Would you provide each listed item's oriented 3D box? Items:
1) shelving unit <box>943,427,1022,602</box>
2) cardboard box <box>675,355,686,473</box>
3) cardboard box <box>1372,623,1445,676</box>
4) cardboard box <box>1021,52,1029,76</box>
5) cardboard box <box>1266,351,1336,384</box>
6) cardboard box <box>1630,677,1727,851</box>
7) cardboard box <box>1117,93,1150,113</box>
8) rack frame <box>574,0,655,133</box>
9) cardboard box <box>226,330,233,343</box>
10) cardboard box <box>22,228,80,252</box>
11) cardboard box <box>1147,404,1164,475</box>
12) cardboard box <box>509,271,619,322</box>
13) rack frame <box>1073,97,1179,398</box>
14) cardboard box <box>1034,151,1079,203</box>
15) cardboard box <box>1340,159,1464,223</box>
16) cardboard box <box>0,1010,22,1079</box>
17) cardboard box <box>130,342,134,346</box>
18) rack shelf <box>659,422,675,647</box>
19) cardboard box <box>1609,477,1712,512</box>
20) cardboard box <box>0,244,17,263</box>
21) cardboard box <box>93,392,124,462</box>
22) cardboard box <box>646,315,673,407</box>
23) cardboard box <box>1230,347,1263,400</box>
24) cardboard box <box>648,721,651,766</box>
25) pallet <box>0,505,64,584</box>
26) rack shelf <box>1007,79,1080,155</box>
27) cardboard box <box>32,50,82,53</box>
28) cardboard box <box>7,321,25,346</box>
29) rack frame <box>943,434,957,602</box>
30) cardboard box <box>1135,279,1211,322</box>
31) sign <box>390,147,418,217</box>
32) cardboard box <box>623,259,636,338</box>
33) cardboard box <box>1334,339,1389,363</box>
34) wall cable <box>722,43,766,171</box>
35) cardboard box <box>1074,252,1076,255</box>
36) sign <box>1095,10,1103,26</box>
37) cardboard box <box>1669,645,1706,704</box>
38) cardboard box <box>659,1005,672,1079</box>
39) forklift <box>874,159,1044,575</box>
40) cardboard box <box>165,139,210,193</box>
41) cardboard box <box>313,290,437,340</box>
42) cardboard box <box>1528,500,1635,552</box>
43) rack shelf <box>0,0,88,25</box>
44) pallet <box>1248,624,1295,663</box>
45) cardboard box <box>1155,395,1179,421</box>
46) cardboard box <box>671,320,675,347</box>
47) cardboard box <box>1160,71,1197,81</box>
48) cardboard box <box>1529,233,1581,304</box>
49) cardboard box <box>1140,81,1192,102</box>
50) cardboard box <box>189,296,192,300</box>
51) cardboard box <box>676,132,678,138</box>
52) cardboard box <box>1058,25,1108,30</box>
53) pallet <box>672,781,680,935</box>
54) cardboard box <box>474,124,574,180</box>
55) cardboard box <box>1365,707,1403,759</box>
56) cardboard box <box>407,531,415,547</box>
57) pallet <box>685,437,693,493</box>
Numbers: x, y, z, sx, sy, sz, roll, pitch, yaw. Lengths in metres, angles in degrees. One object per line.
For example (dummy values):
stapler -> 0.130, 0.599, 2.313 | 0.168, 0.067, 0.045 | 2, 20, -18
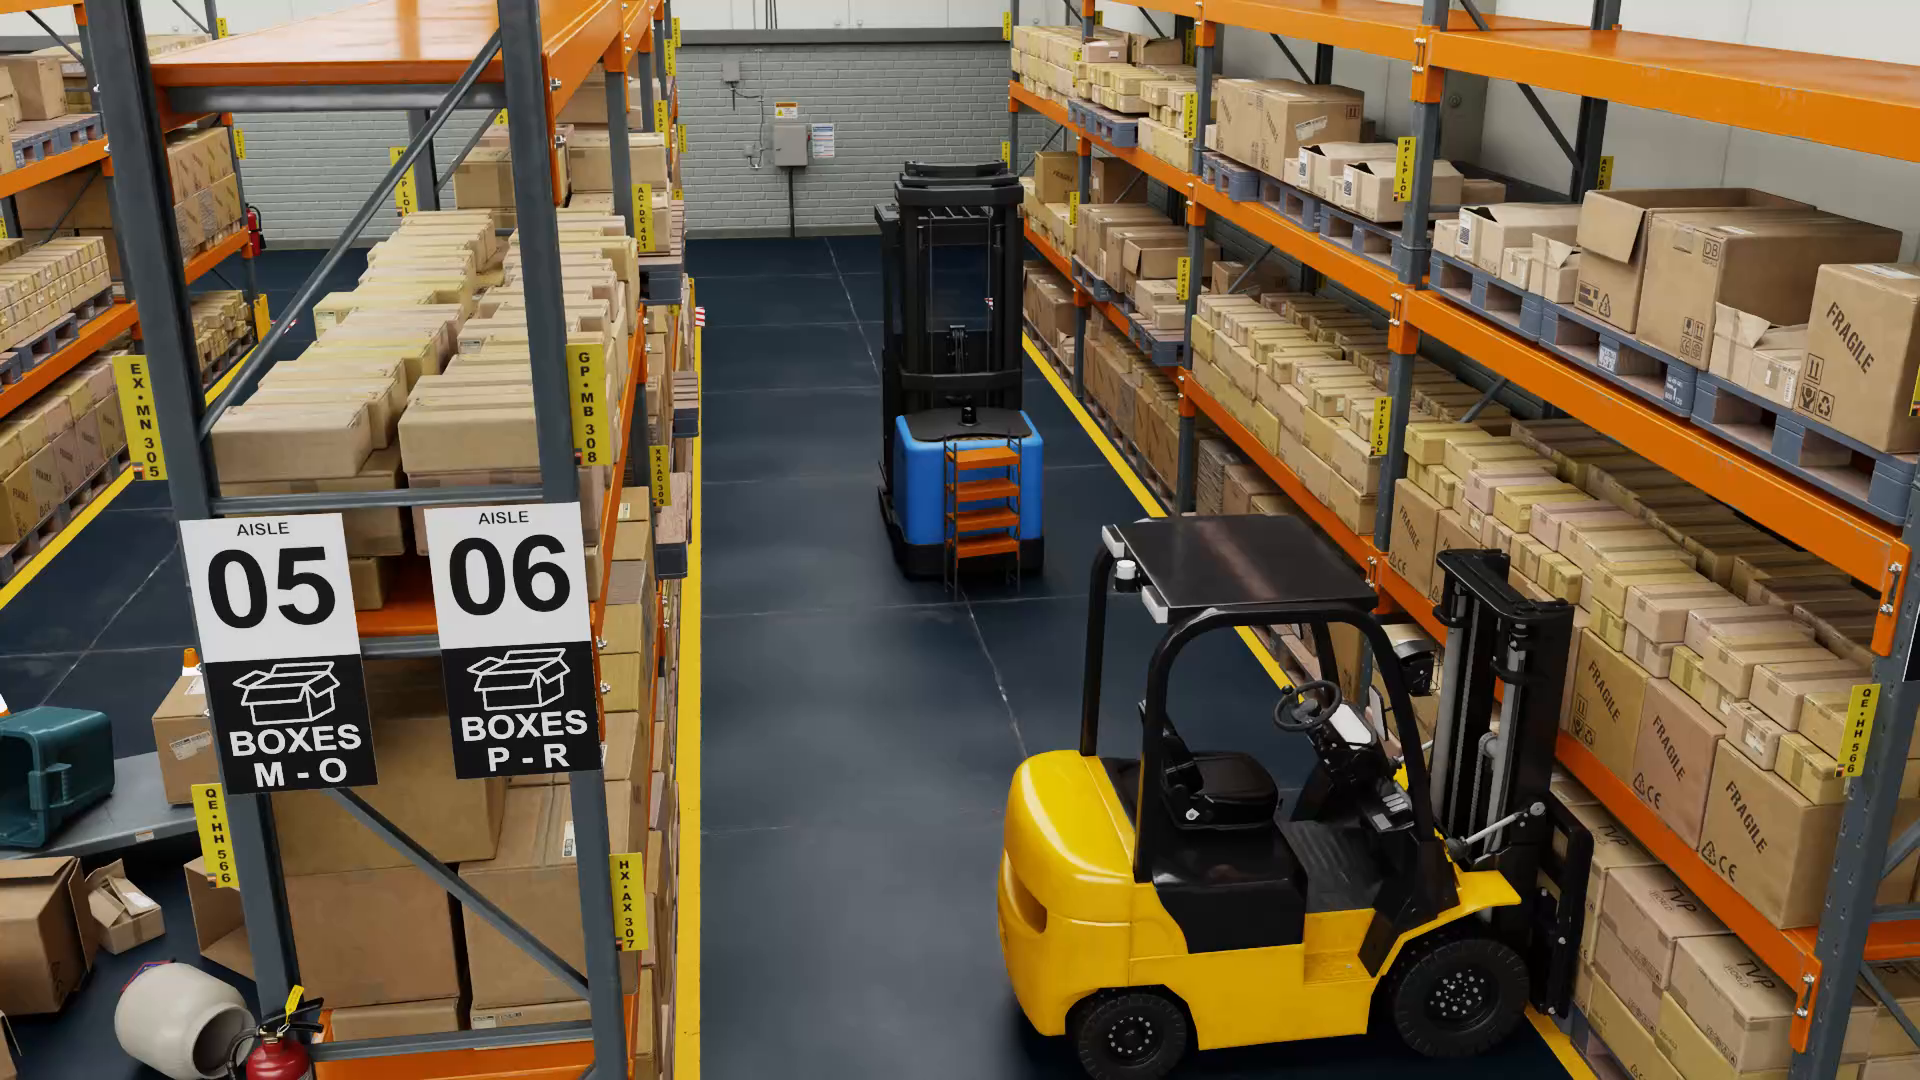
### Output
shelving unit -> 0.159, -0.183, 11.992 | 0.503, 1.200, 0.258 | -7, 22, -19
cardboard box -> -2.802, -1.032, 14.127 | 0.875, 0.875, 0.875 | -3, 21, -7
cardboard box -> 2.587, 0.662, 9.058 | 0.500, 0.250, 0.500 | -3, 21, -9
cardboard box -> 0.985, -5.431, 18.973 | 0.500, 0.250, 0.500 | -3, 21, -7
cardboard box -> 2.231, -1.131, 10.888 | 0.380, 0.149, 0.250 | -3, 21, -9
cardboard box -> 3.008, 0.856, 6.493 | 0.500, 0.500, 0.500 | -2, 21, -6
cardboard box -> 1.571, -3.791, 14.408 | 0.380, 0.149, 0.250 | -2, 21, -7
rack frame -> -2.660, -4.088, 11.301 | 1.000, 3.000, 0.127 | -3, 21, -8
cardboard box -> -8.324, -2.273, 18.488 | 0.380, 0.149, 0.250 | -3, 21, -8
cardboard box -> -8.469, -2.717, 15.637 | 0.500, 0.500, 0.500 | -3, 21, -8
cardboard box -> 1.916, -0.865, 14.216 | 0.500, 0.500, 0.500 | -3, 21, -9
cardboard box -> -1.504, -0.923, 6.333 | 0.380, 0.149, 0.250 | -3, 21, -7
rack frame -> 1.675, -2.914, 16.732 | 1.000, 3.000, 0.127 | -3, 21, -8
cardboard box -> 1.114, -4.030, 18.436 | 0.500, 0.500, 0.500 | -2, 21, -6
cardboard box -> 2.483, -1.990, 9.354 | 0.500, 0.311, 0.500 | -4, 21, -9
cardboard box -> -4.265, 2.181, 6.657 | 0.637, 0.503, 0.797 | 17, 27, 39
cardboard box -> -8.091, -1.920, 16.695 | 0.380, 0.149, 0.250 | -3, 21, -9
rack shelf -> -2.372, -0.248, 10.622 | 1.077, 0.370, 4.000 | -3, 21, -8
cardboard box -> 3.335, -0.185, 7.929 | 0.380, 0.149, 0.250 | -3, 21, -9
cardboard box -> -8.472, -2.480, 14.478 | 0.380, 0.149, 0.250 | -2, 21, -6
cardboard box -> -7.691, -0.983, 14.532 | 0.500, 0.500, 0.500 | -3, 21, -9
cardboard box -> -2.160, -1.164, 10.878 | 0.500, 0.500, 0.500 | -4, 21, -11
cardboard box -> 2.202, -1.172, 11.567 | 0.500, 0.250, 0.500 | -3, 21, -9
cardboard box -> -1.505, 0.850, 7.013 | 0.380, 0.149, 0.250 | -3, 21, -7
pallet -> -7.655, 0.043, 12.801 | 1.003, 0.211, 1.213 | -3, 21, -8
rack shelf -> 1.387, -4.675, 18.187 | 1.077, 0.370, 4.000 | -3, 21, -8
cardboard box -> -8.594, -4.589, 15.859 | 0.380, 0.149, 0.250 | -4, 21, -10
cardboard box -> -7.567, -1.609, 12.996 | 0.380, 0.149, 0.250 | -2, 21, -6
rack frame -> -0.070, -0.154, 11.914 | 0.015, 1.200, 0.240 | -7, 22, -19
cardboard box -> 1.779, -2.005, 13.911 | 0.500, 0.250, 0.500 | -4, 21, -10
sign -> -2.632, -1.696, 7.880 | 0.100, 0.325, 0.005 | -3, 21, -8
cardboard box -> -1.679, -1.053, 7.250 | 0.500, 0.250, 0.500 | -3, 21, -9
cardboard box -> 2.739, -1.247, 11.198 | 0.380, 0.149, 0.250 | -2, 21, -6
wall cable -> -3.247, -6.550, 25.015 | 0.588, 1.984, 0.122 | -3, 21, -8
cardboard box -> 1.379, -2.894, 17.038 | 0.380, 0.149, 0.250 | -3, 21, -7
sign -> 1.650, -6.140, 19.817 | 0.100, 0.325, 0.005 | -3, 21, -8
cardboard box -> 3.010, 0.517, 6.474 | 0.380, 0.149, 0.250 | -3, 21, -8
cardboard box -> -1.415, 2.113, 6.601 | 0.500, 0.250, 0.500 | -2, 21, -6
forklift -> -0.087, -1.591, 13.288 | 1.130, 2.935, 3.031 | -3, 21, -7
cardboard box -> -8.228, -3.917, 17.419 | 0.500, 0.500, 0.500 | -2, 21, -5
cardboard box -> -2.102, -0.800, 6.005 | 0.380, 0.149, 0.250 | -2, 21, -6
cardboard box -> 2.845, -0.067, 7.614 | 0.380, 0.149, 0.250 | -3, 21, -8
rack shelf -> -7.832, -3.972, 12.588 | 1.077, 0.370, 4.000 | -3, 21, -8
pallet -> 2.504, 0.485, 11.615 | 1.003, 0.211, 1.213 | -3, 21, -8
cardboard box -> 1.860, -1.110, 13.947 | 0.380, 0.149, 0.250 | -4, 21, -11
cardboard box -> -2.643, -1.749, 13.825 | 0.500, 0.250, 0.500 | -2, 21, -6
cardboard box -> 1.969, -4.037, 14.641 | 0.380, 0.149, 0.250 | -3, 21, -7
cardboard box -> 2.742, -1.201, 7.307 | 0.396, 0.266, 0.258 | -3, 21, -9
cardboard box -> 1.722, -3.744, 13.885 | 0.380, 0.149, 0.250 | -3, 21, -8
cardboard box -> -8.799, -2.615, 18.555 | 0.380, 0.149, 0.250 | -3, 21, -7
cardboard box -> -3.508, -4.408, 19.159 | 0.500, 0.500, 0.500 | -2, 21, -6
cardboard box -> 1.439, -5.868, 19.428 | 0.500, 0.250, 0.500 | -3, 21, -9
pallet -> -1.951, 1.644, 8.512 | 1.003, 0.211, 1.213 | -3, 21, -8
cardboard box -> -2.462, -2.205, 9.446 | 0.500, 0.250, 0.500 | -3, 21, -7
cardboard box -> 2.570, 1.131, 9.230 | 0.500, 0.250, 0.500 | -3, 21, -7
cardboard box -> -1.908, -0.083, 5.224 | 0.380, 0.149, 0.250 | -2, 21, -6
pallet -> -2.871, -0.670, 14.708 | 1.003, 0.211, 1.213 | -3, 21, -8
